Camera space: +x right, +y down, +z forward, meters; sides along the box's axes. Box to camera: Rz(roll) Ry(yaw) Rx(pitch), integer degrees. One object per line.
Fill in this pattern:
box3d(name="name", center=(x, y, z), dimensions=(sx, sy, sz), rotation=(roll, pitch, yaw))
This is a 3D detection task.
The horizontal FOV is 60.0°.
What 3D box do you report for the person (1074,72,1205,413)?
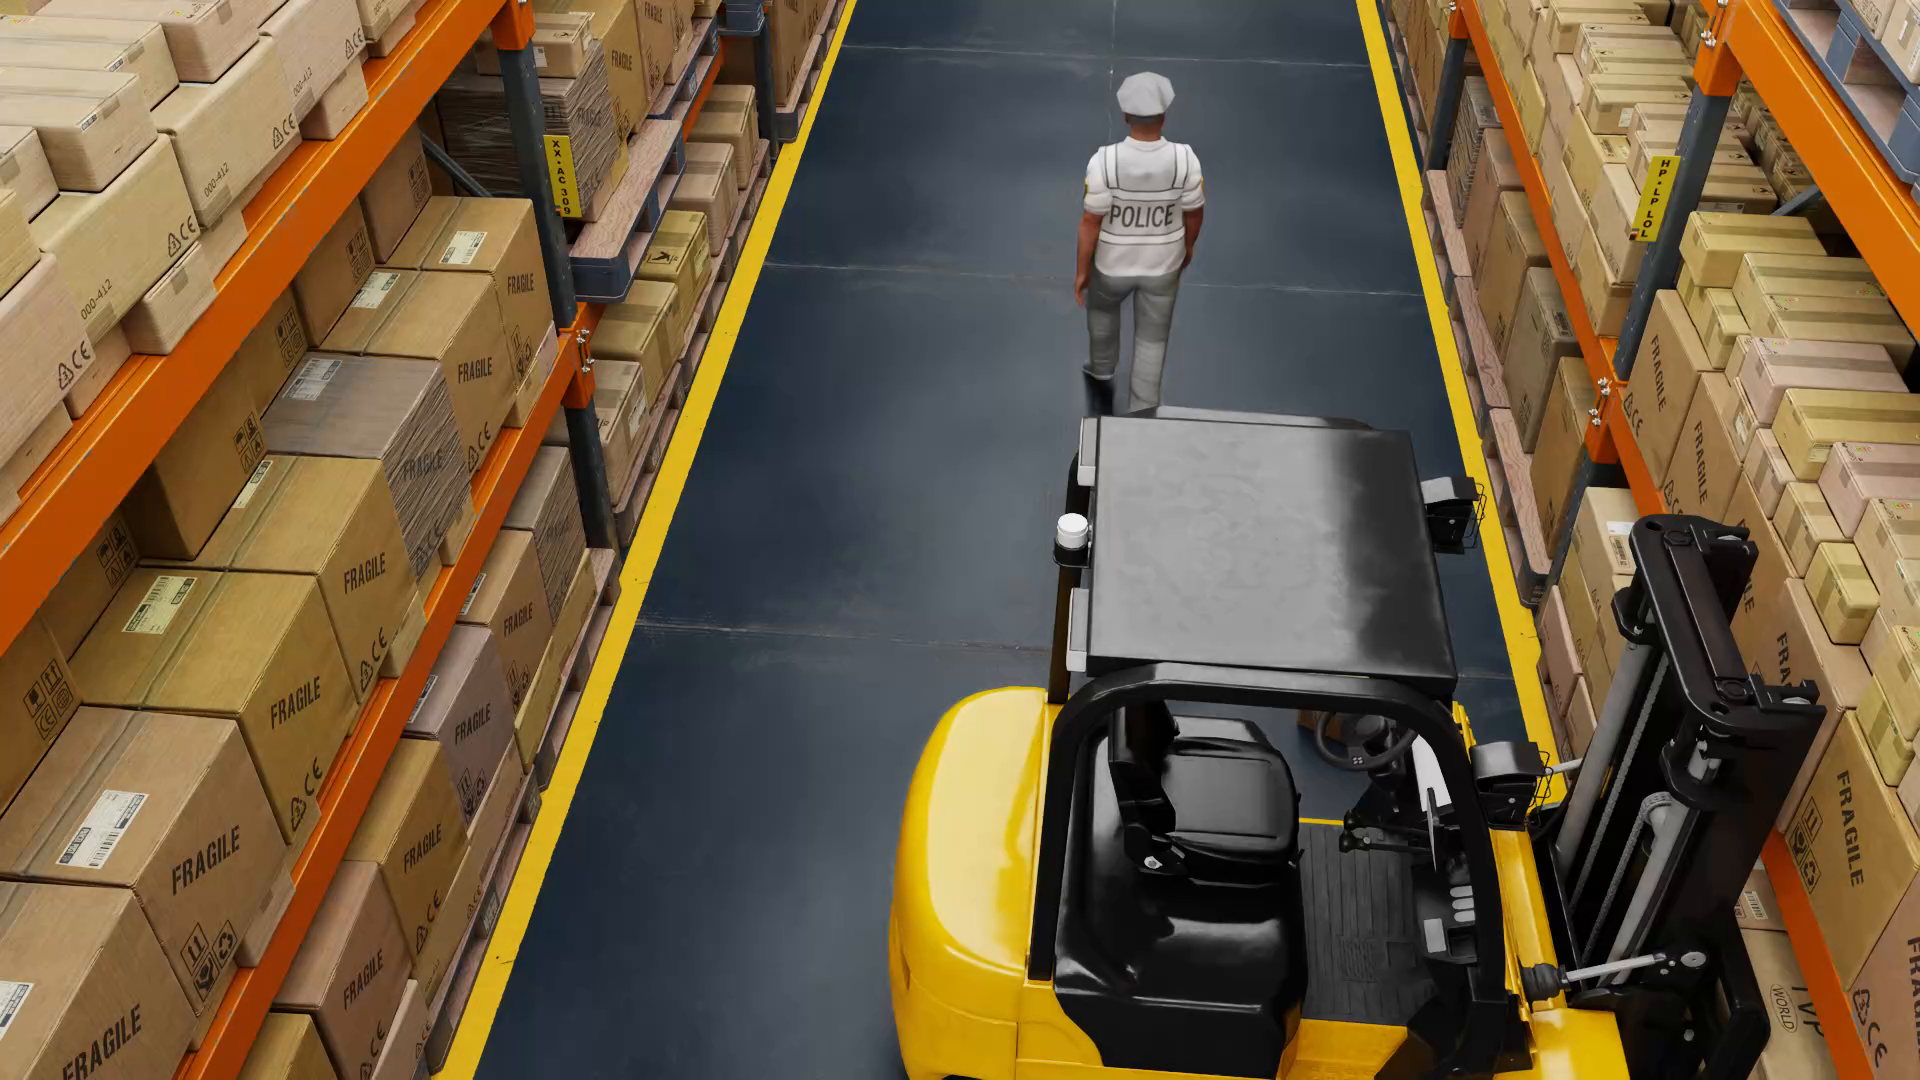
box3d(name="person", center=(0.825, -1.347, 7.756), dimensions=(0.571, 1.791, 0.819), rotation=(2, 40, 3))
